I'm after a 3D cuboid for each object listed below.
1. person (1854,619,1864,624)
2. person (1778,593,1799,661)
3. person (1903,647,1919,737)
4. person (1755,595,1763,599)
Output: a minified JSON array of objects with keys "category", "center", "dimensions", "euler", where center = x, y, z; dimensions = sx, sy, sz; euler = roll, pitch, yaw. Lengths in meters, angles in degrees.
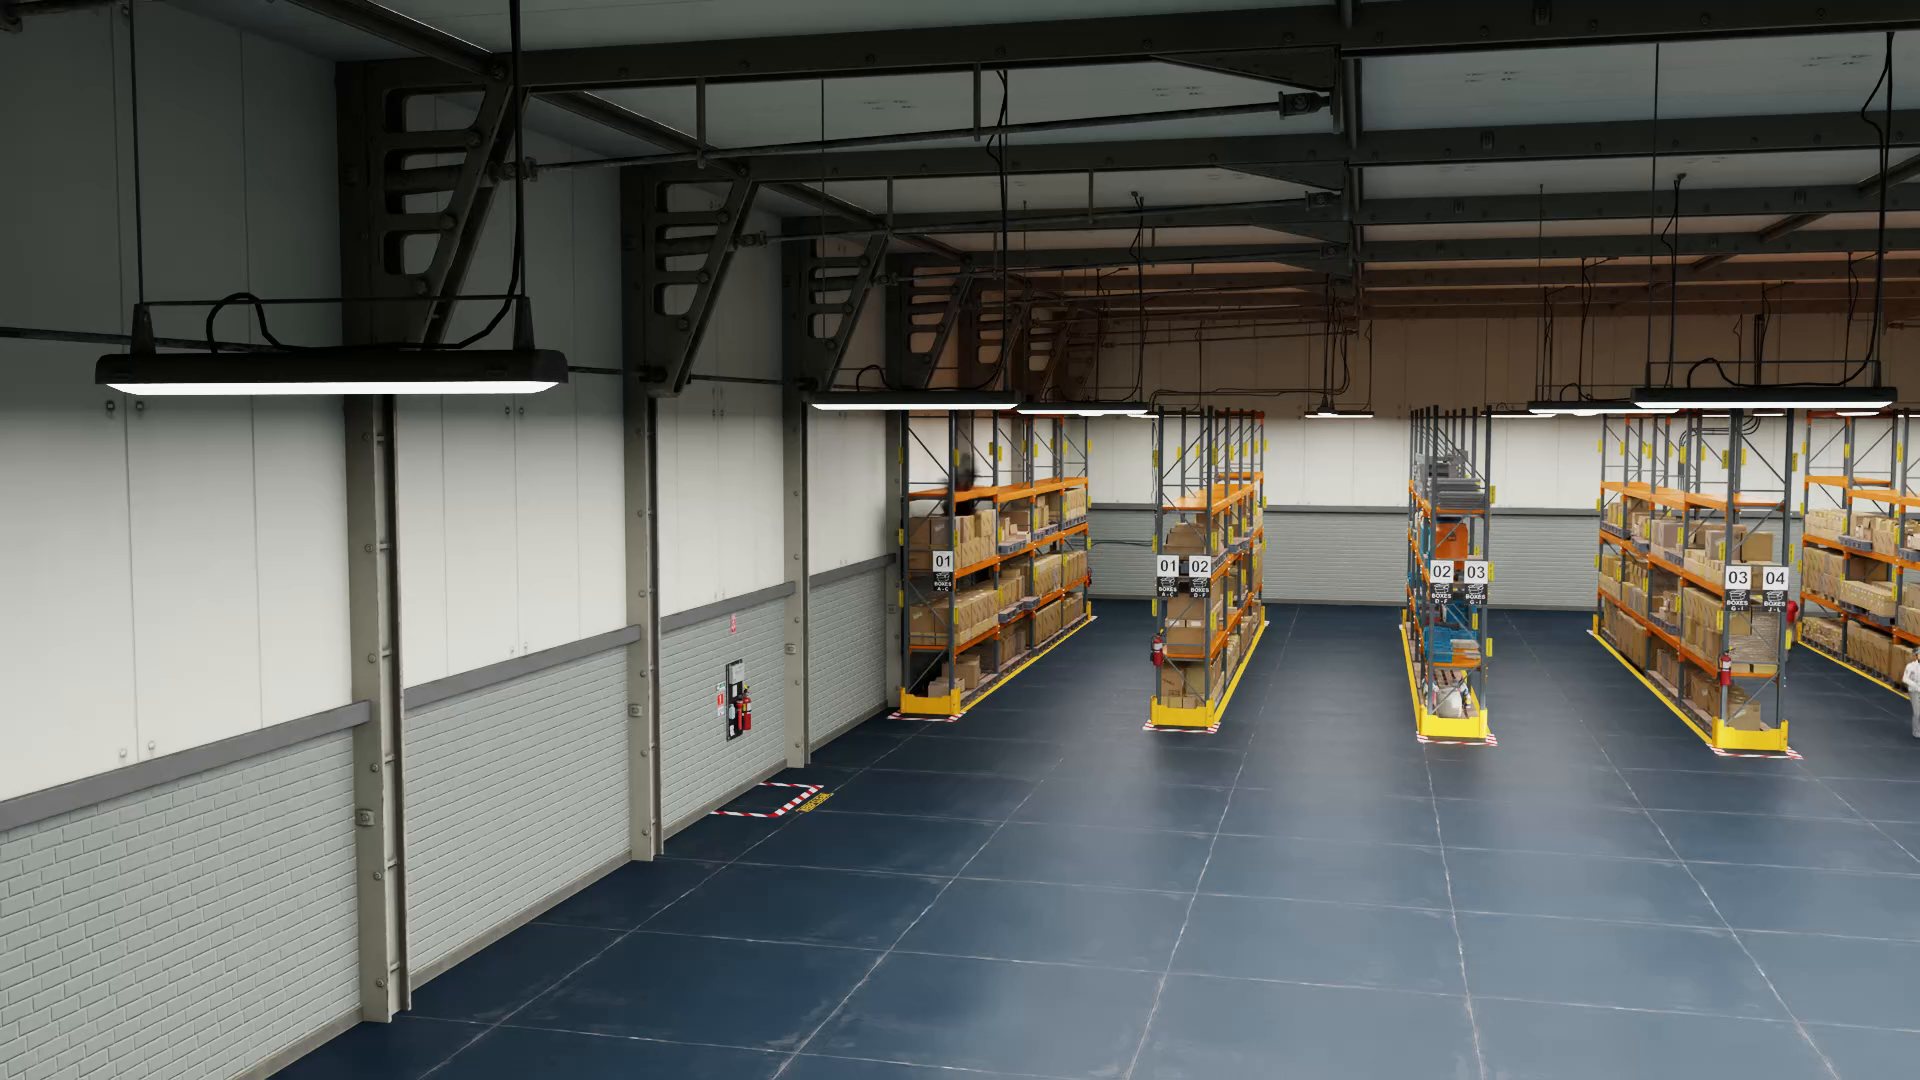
[{"category":"person","center":[23.675,1.804,43.722],"dimensions":[0.616,1.628,0.591],"euler":[-1,4,-19]},{"category":"person","center":[19.618,2.043,39.494],"dimensions":[0.638,1.679,0.586],"euler":[1,4,15]},{"category":"person","center":[17.272,2.742,29.931],"dimensions":[0.508,1.653,0.528],"euler":[1,4,11]},{"category":"person","center":[21.087,1.693,43.879],"dimensions":[0.827,1.808,0.707],"euler":[-3,5,-38]}]
